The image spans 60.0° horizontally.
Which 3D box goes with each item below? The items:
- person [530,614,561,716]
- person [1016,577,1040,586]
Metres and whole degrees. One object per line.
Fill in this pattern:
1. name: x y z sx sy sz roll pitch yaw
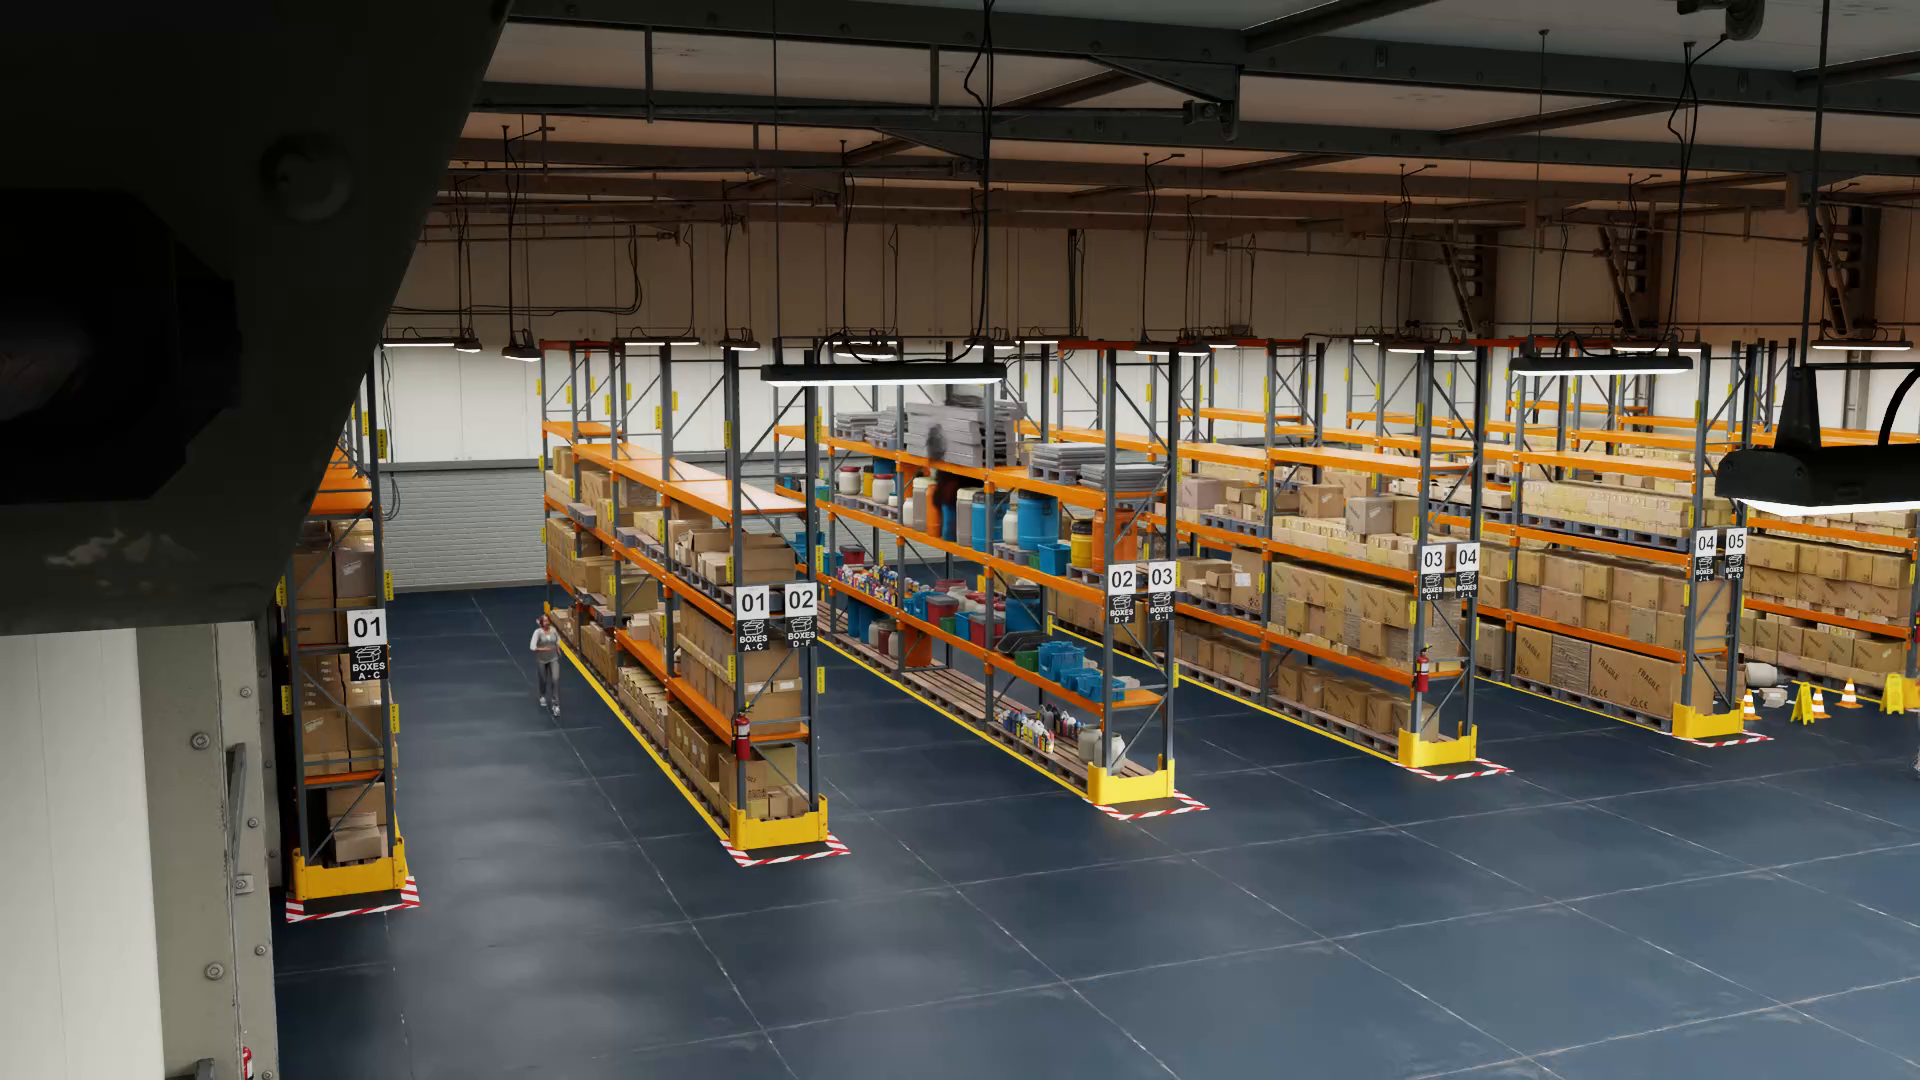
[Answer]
1. person: -6.742 2.000 27.117 0.530 1.622 0.825 -3 8 -24
2. person: 1.420 1.223 33.813 0.622 1.520 1.013 -1 8 -11
